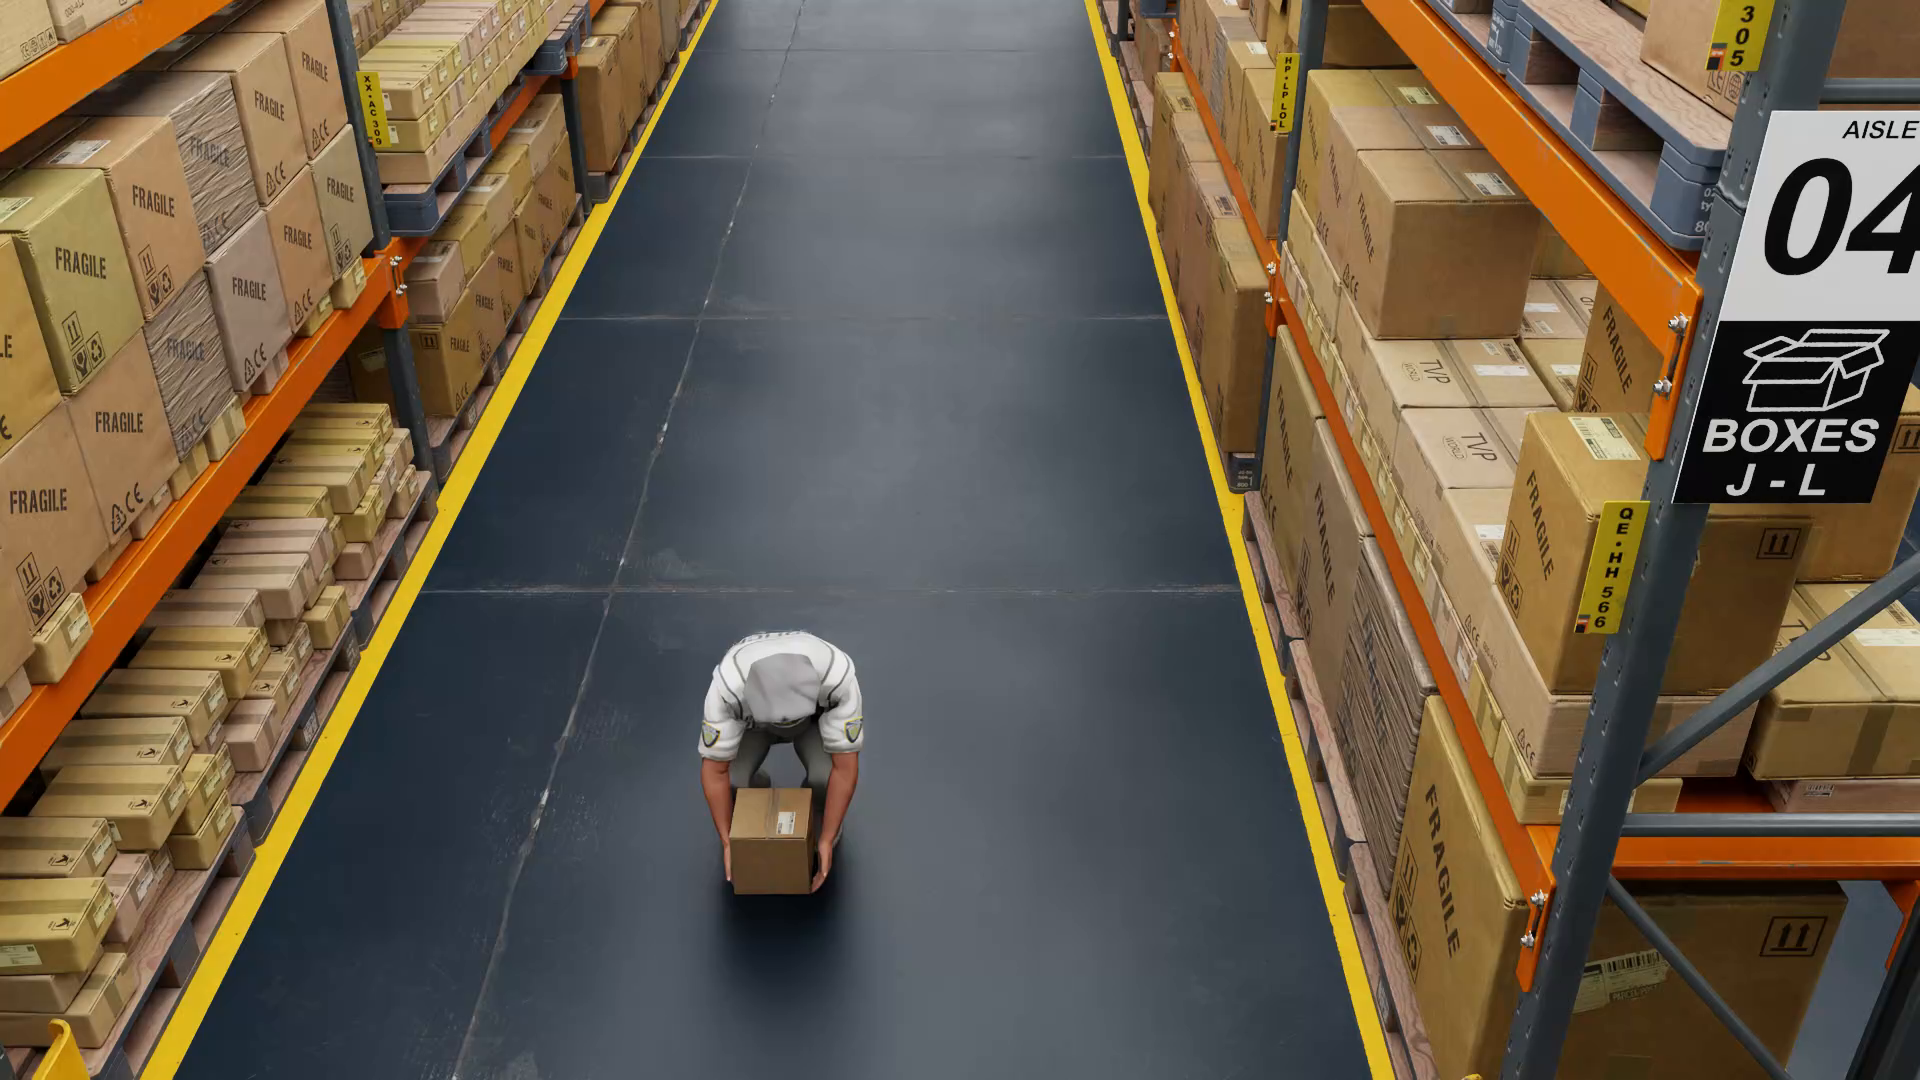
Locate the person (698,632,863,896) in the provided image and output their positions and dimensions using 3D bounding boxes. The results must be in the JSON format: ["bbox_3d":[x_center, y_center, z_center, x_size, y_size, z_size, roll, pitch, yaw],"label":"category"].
[{"bbox_3d":[-0.608,0.664,5.760,0.566,1.009,0.910,0,31,0],"label":"person"}]
